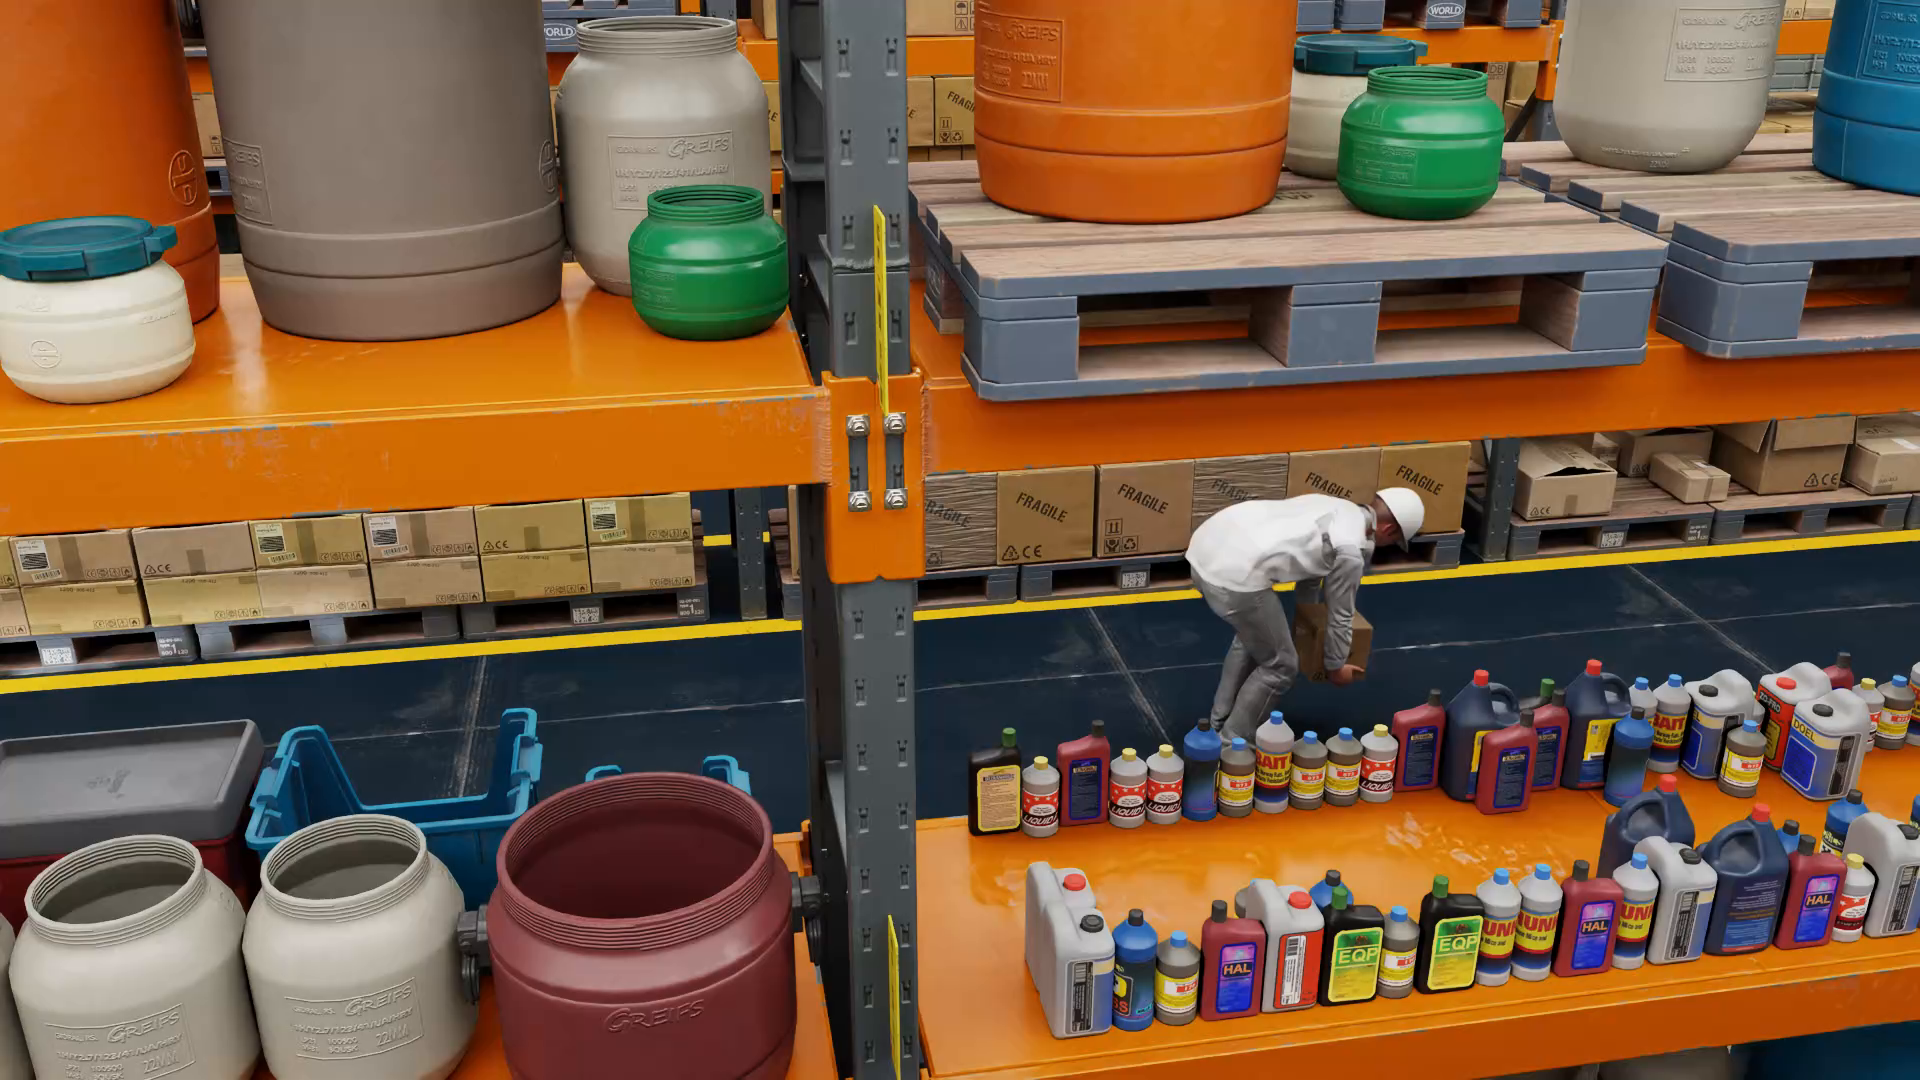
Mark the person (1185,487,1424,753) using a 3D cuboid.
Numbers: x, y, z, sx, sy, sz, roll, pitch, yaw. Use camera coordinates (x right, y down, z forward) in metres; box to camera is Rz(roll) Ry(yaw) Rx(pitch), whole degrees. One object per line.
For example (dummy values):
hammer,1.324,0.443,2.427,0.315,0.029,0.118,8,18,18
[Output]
person,1.451,0.350,7.039,0.992,1.152,0.465,-5,24,-11
